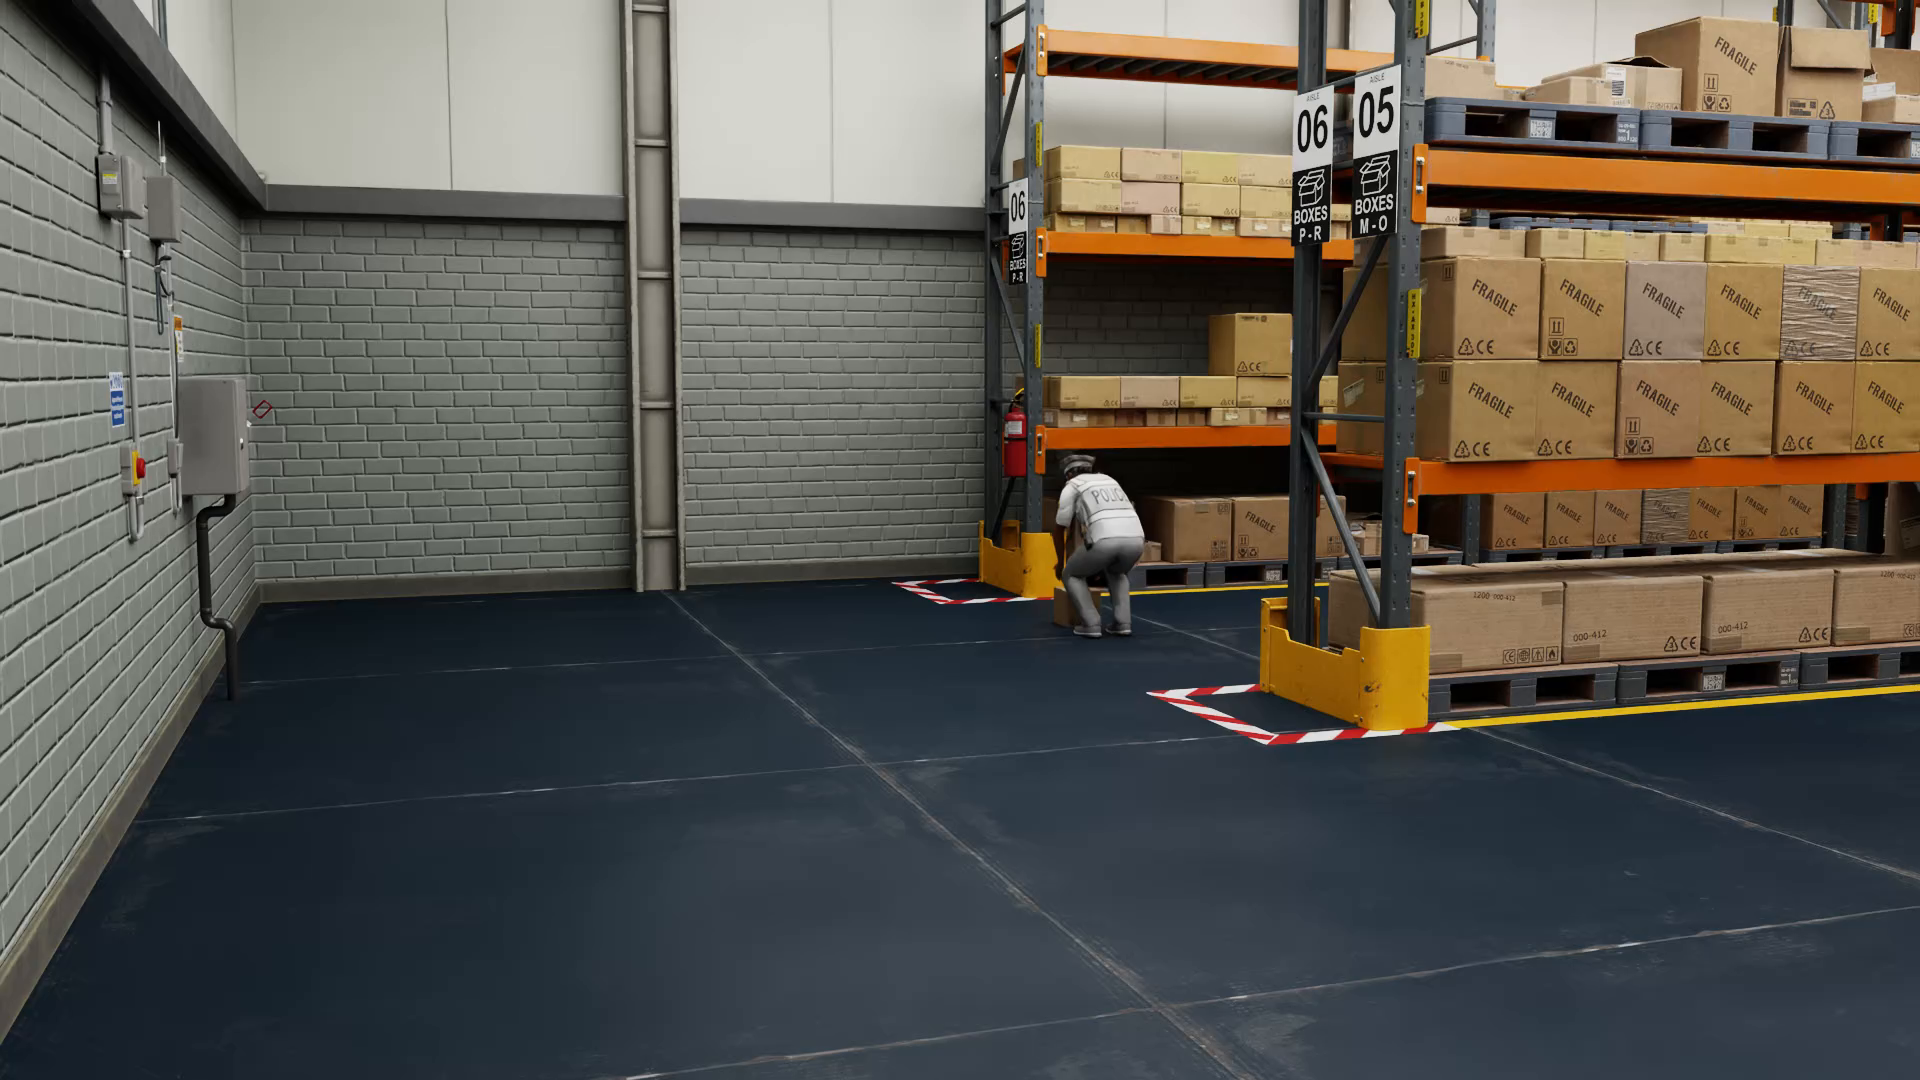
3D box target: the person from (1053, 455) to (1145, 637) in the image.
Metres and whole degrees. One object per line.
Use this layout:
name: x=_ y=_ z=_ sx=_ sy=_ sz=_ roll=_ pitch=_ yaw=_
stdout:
person: x=0.895 y=0.037 z=11.058 sx=0.496 sy=1.190 sz=0.803 roll=-2 pitch=6 yaw=-19
